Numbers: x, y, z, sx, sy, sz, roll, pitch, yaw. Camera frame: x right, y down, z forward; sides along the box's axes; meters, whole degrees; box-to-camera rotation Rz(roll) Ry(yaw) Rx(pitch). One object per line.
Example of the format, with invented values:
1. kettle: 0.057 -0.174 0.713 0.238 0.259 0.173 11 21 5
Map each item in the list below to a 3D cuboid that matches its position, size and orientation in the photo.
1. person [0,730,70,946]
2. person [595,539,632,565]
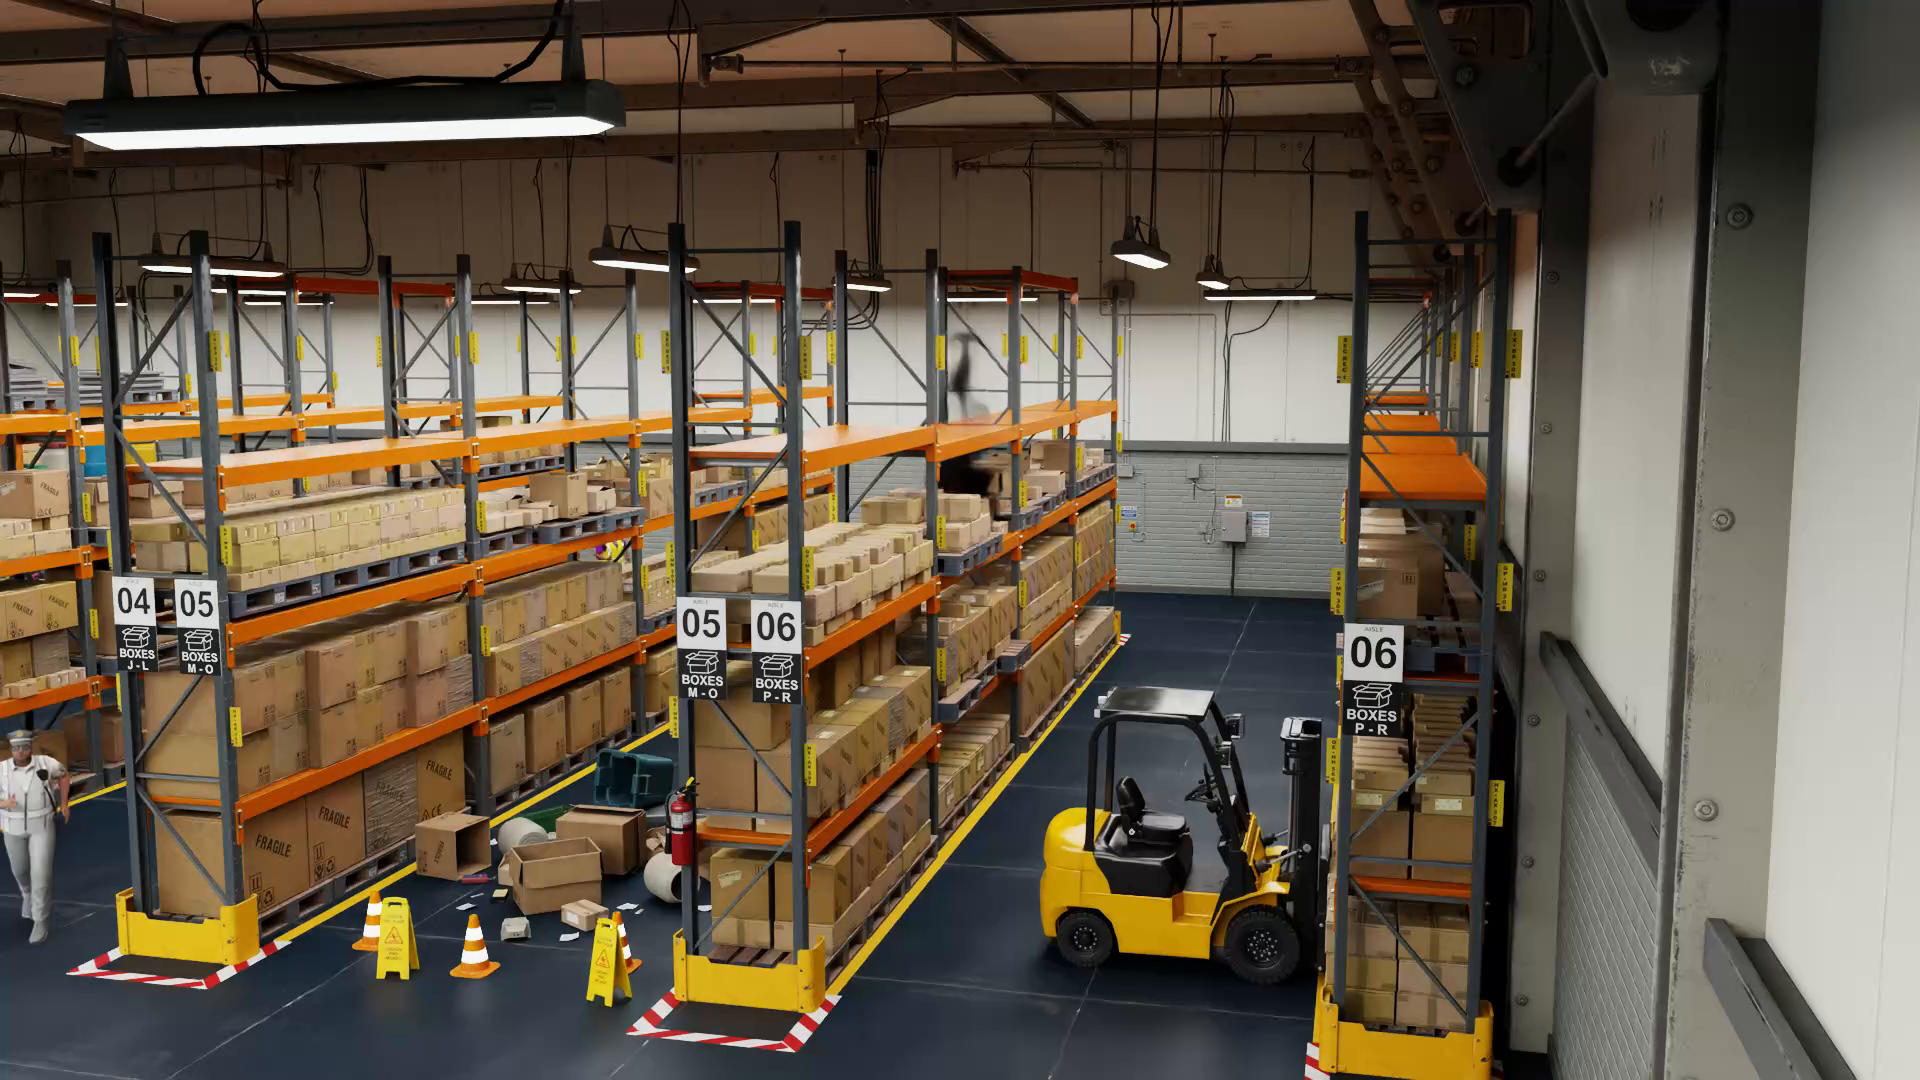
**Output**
1. person: -8.116 2.514 14.487 0.641 1.816 0.915 -3 8 -22
2. person: -6.501 0.504 31.224 0.712 1.731 0.794 -5 9 -36
